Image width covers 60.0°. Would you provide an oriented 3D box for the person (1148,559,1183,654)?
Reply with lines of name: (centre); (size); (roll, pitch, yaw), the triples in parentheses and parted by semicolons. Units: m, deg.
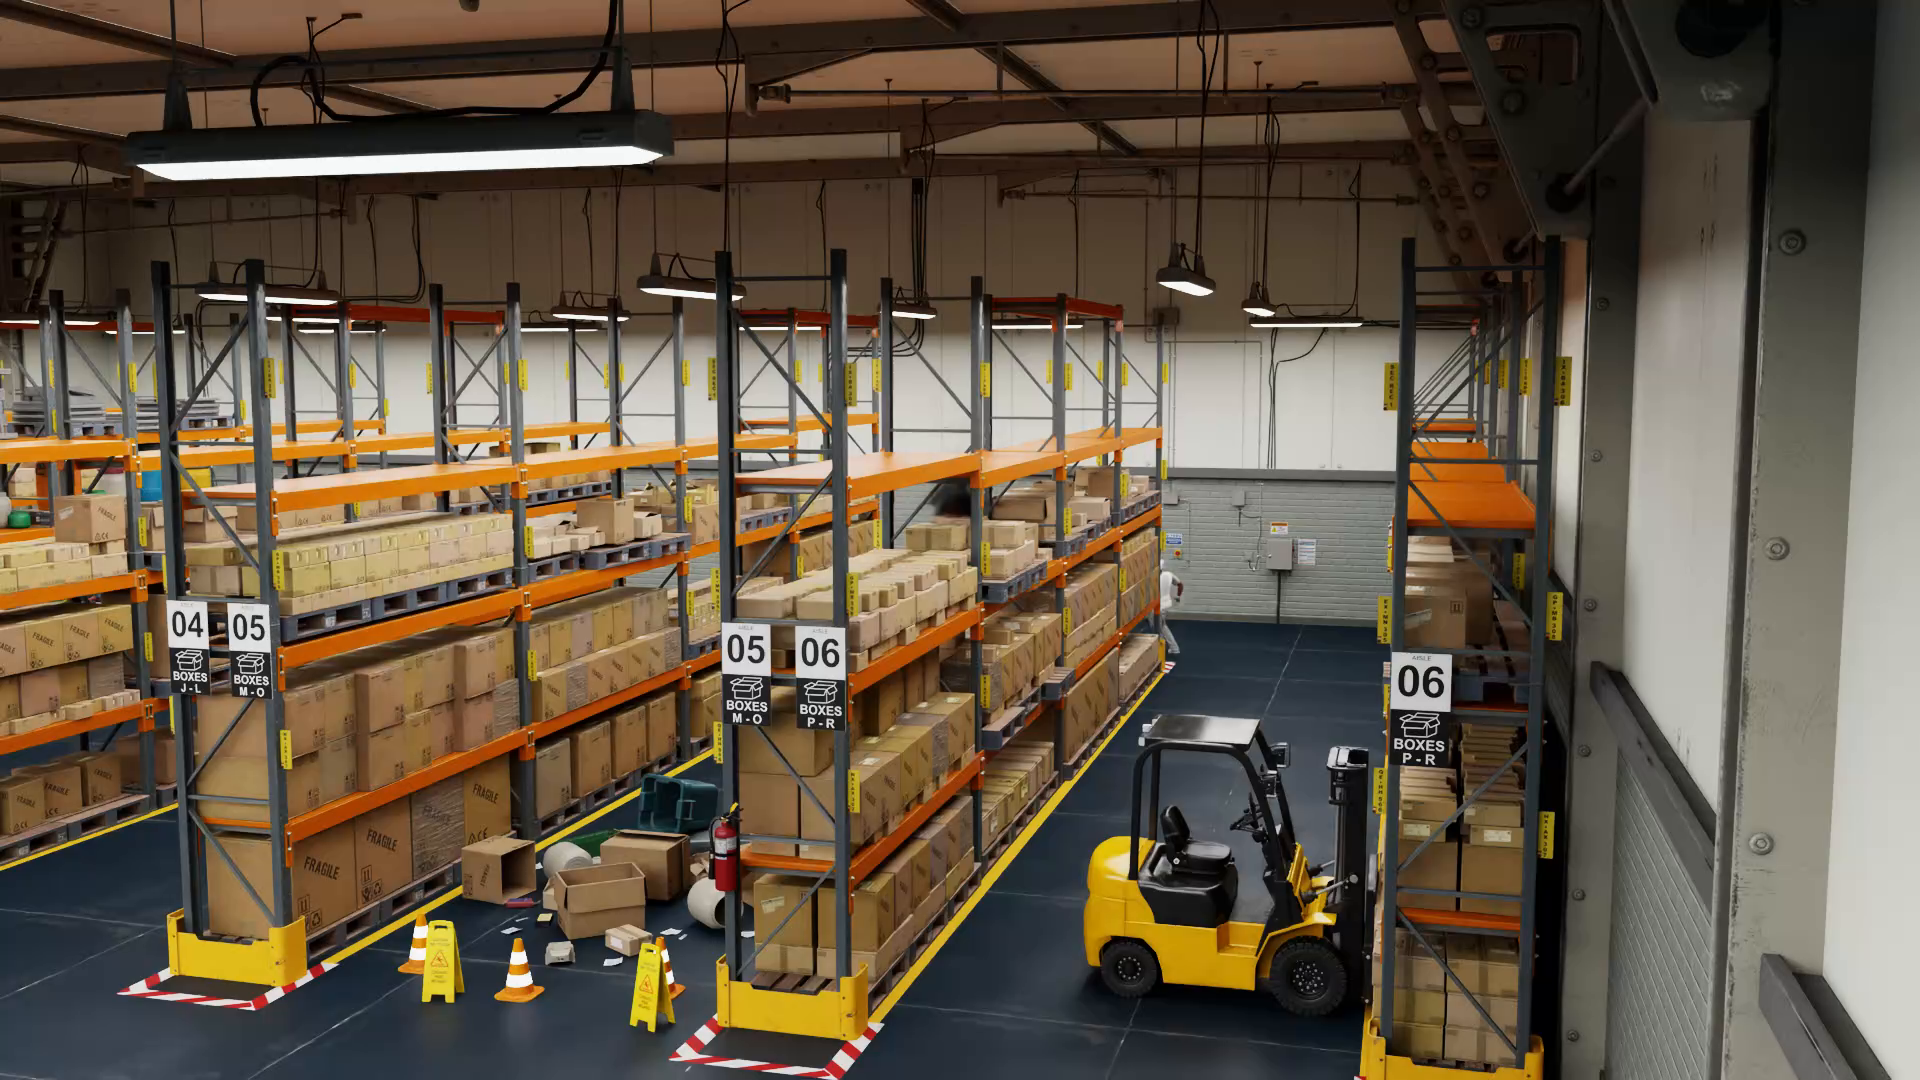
person: (3.511, 1.179, 29.375); (0.701, 1.750, 0.717); (-6, 8, -43)
